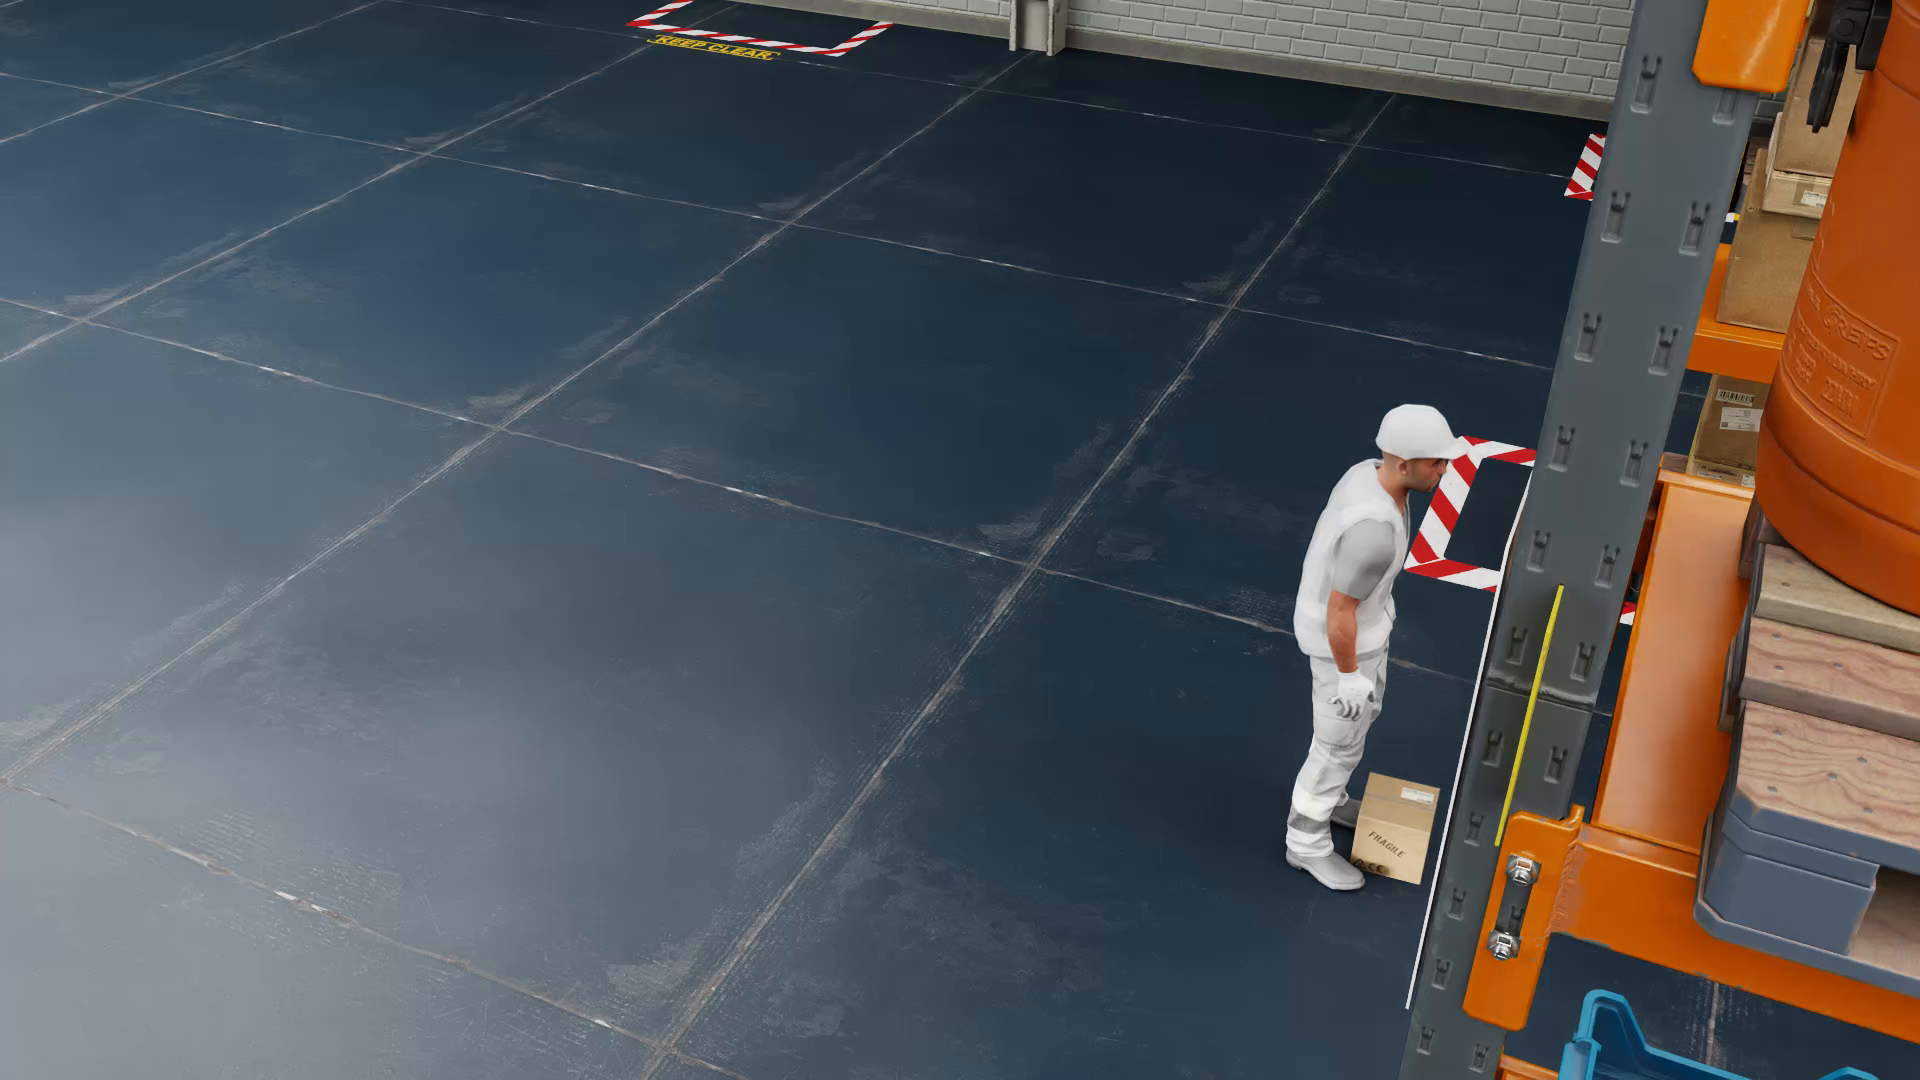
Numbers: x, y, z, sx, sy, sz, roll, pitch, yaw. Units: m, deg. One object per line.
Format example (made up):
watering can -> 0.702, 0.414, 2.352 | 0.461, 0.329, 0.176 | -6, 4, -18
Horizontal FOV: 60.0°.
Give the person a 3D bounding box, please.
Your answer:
person -> 1.355, 0.336, 5.619 | 0.452, 1.778, 0.613 | 12, 35, 18
